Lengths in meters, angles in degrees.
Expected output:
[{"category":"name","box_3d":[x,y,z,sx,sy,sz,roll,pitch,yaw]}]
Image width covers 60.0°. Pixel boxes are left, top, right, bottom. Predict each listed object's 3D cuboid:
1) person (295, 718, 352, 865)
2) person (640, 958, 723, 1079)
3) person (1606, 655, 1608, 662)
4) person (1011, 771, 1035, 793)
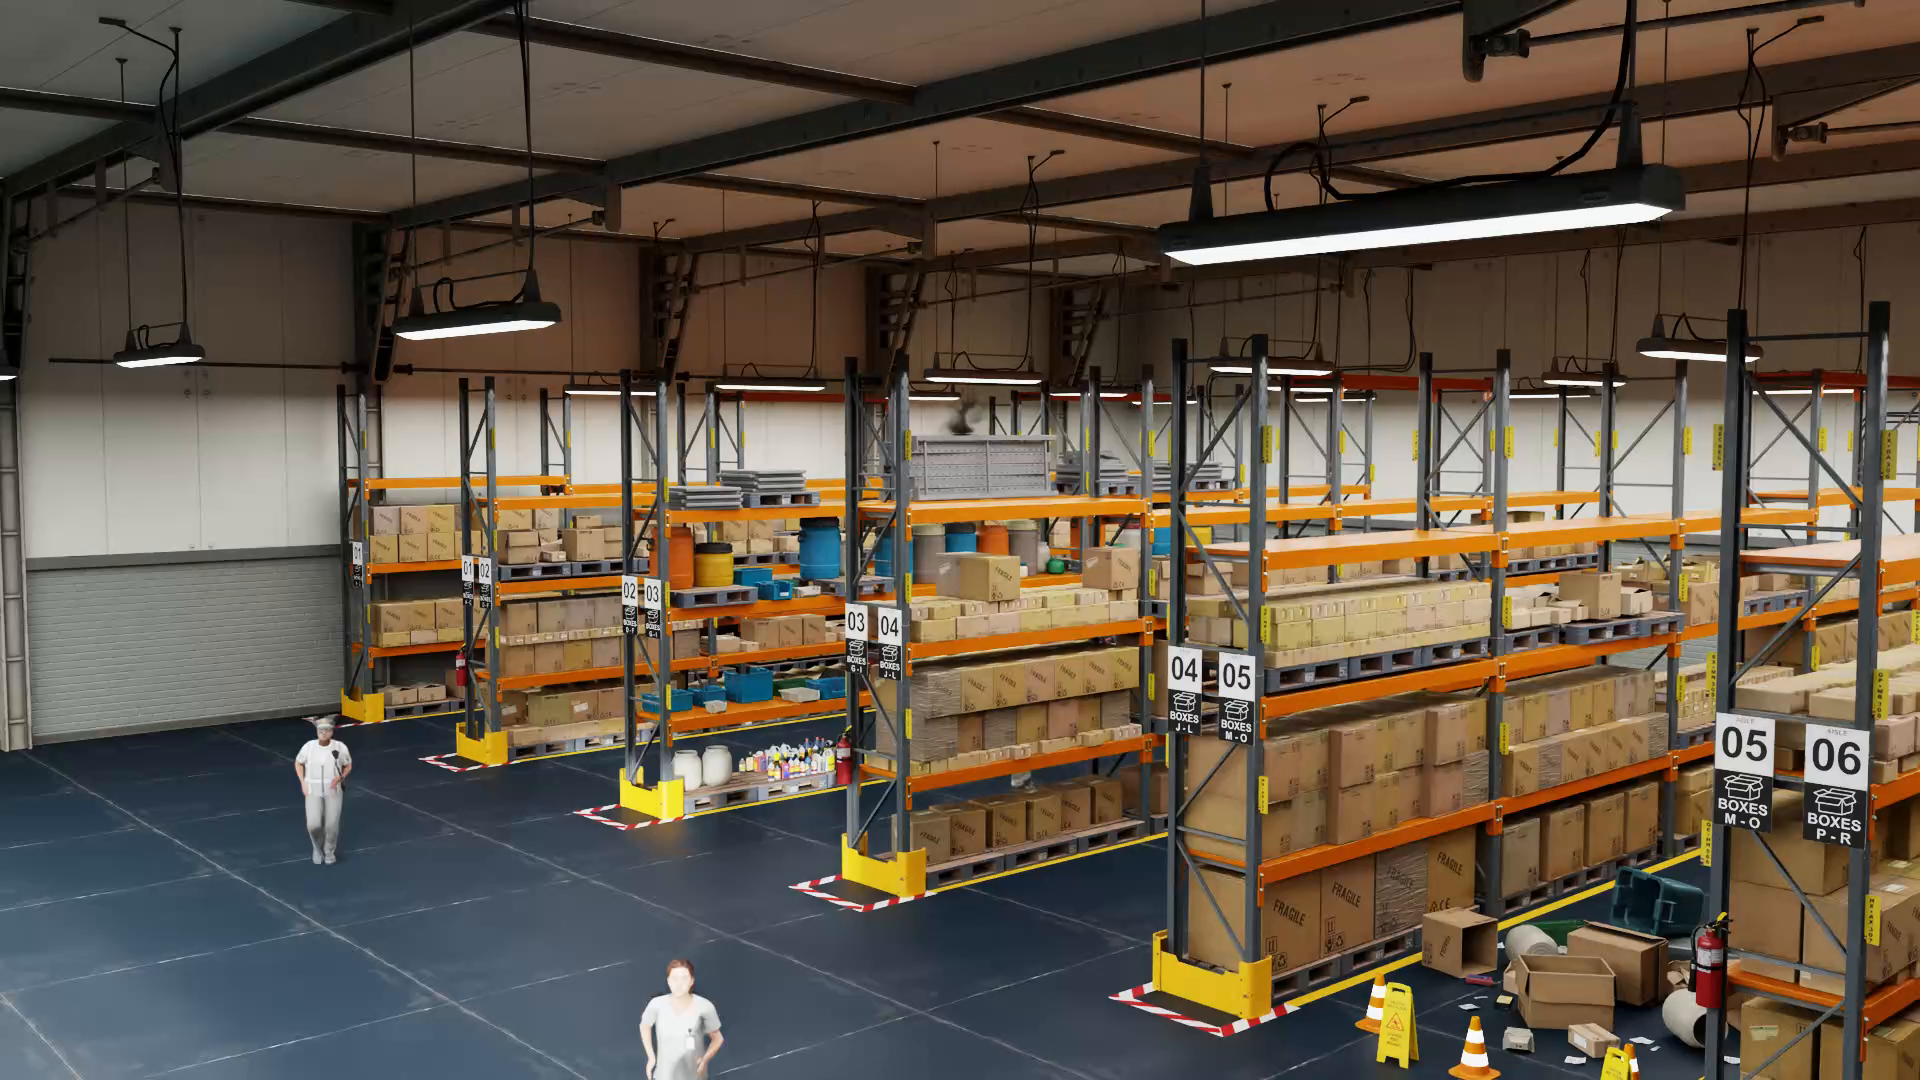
[{"category":"person","box_3d":[-7.562,3.002,19.752,0.641,1.781,0.549,-1,4,-18]},{"category":"person","box_3d":[-1.866,3.613,11.131,0.567,1.669,0.879,0,4,-4]},{"category":"person","box_3d":[10.239,2.617,26.523,0.778,1.689,0.549,-3,5,-40]},{"category":"person","box_3d":[0.811,2.761,22.849,0.638,1.840,0.774,3,5,40]}]
